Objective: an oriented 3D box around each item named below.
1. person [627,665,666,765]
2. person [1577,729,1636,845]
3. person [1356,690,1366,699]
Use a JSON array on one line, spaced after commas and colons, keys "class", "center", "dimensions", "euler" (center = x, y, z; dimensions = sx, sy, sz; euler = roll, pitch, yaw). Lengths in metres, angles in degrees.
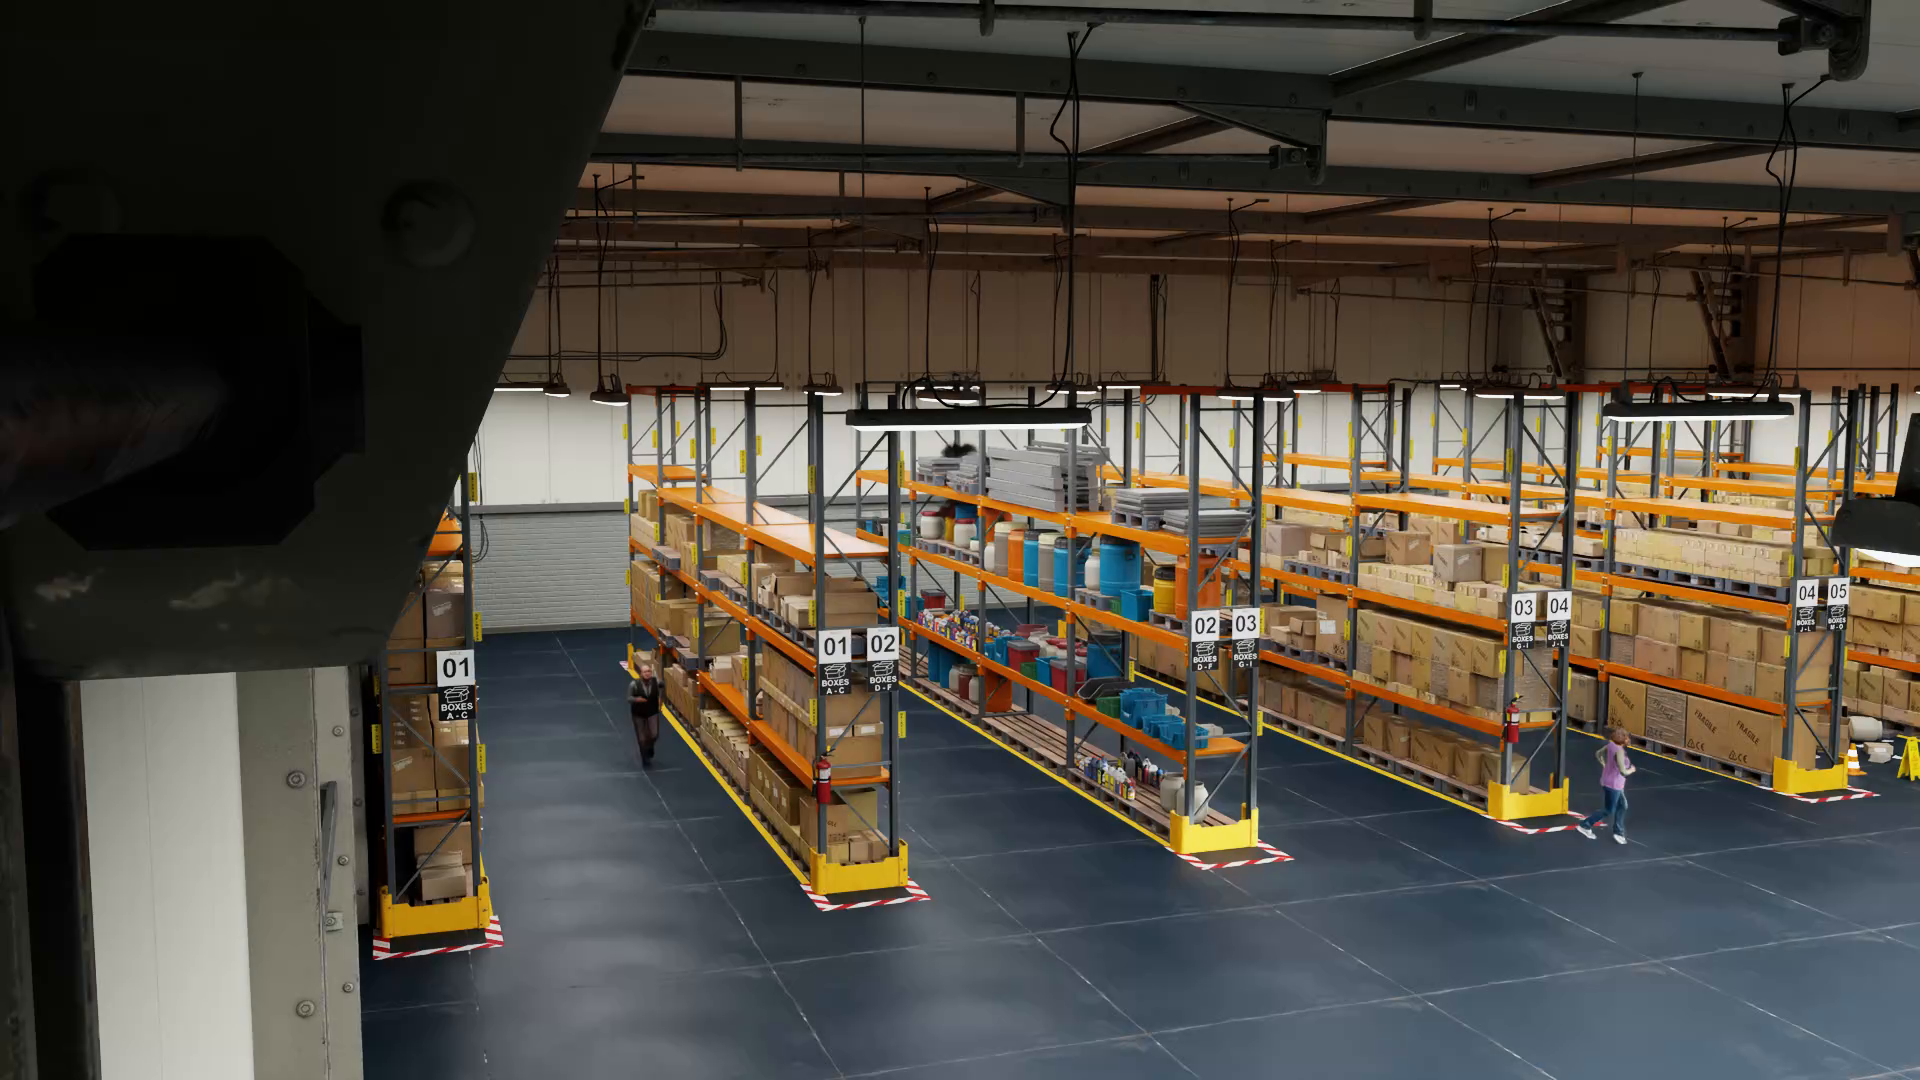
[{"class": "person", "center": [-4.946, 2.780, 26.322], "dimensions": [0.646, 1.651, 0.774], "euler": [-2, 6, -16]}, {"class": "person", "center": [8.601, 3.310, 22.076], "dimensions": [0.692, 1.662, 0.572], "euler": [1, 6, 8]}, {"class": "person", "center": [7.480, 2.329, 30.922], "dimensions": [0.560, 1.622, 0.577], "euler": [-2, 6, -21]}]
